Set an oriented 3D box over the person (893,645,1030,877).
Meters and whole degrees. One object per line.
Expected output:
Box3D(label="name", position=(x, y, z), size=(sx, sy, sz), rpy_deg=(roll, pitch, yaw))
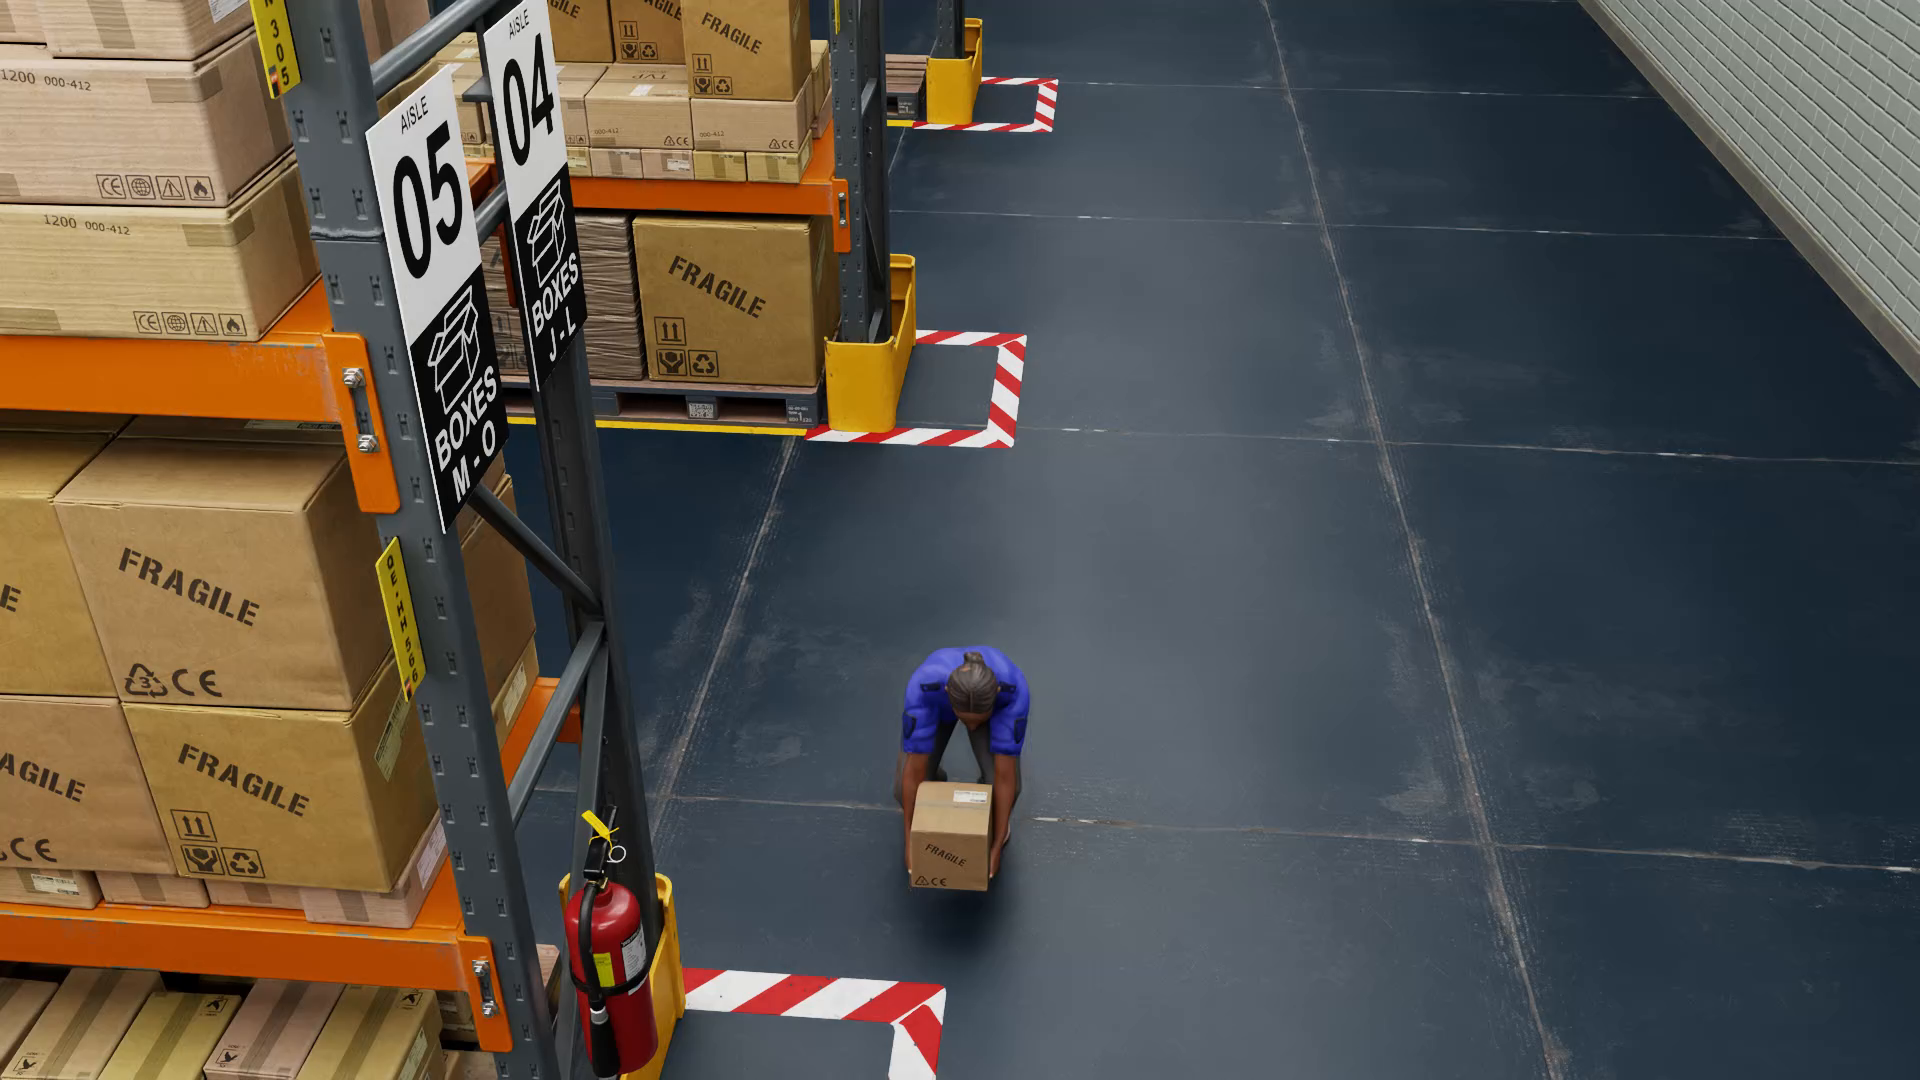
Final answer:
Box3D(label="person", position=(0.004, 0.689, 5.725), size=(0.465, 0.951, 0.833), rpy_deg=(2, 32, 3))
